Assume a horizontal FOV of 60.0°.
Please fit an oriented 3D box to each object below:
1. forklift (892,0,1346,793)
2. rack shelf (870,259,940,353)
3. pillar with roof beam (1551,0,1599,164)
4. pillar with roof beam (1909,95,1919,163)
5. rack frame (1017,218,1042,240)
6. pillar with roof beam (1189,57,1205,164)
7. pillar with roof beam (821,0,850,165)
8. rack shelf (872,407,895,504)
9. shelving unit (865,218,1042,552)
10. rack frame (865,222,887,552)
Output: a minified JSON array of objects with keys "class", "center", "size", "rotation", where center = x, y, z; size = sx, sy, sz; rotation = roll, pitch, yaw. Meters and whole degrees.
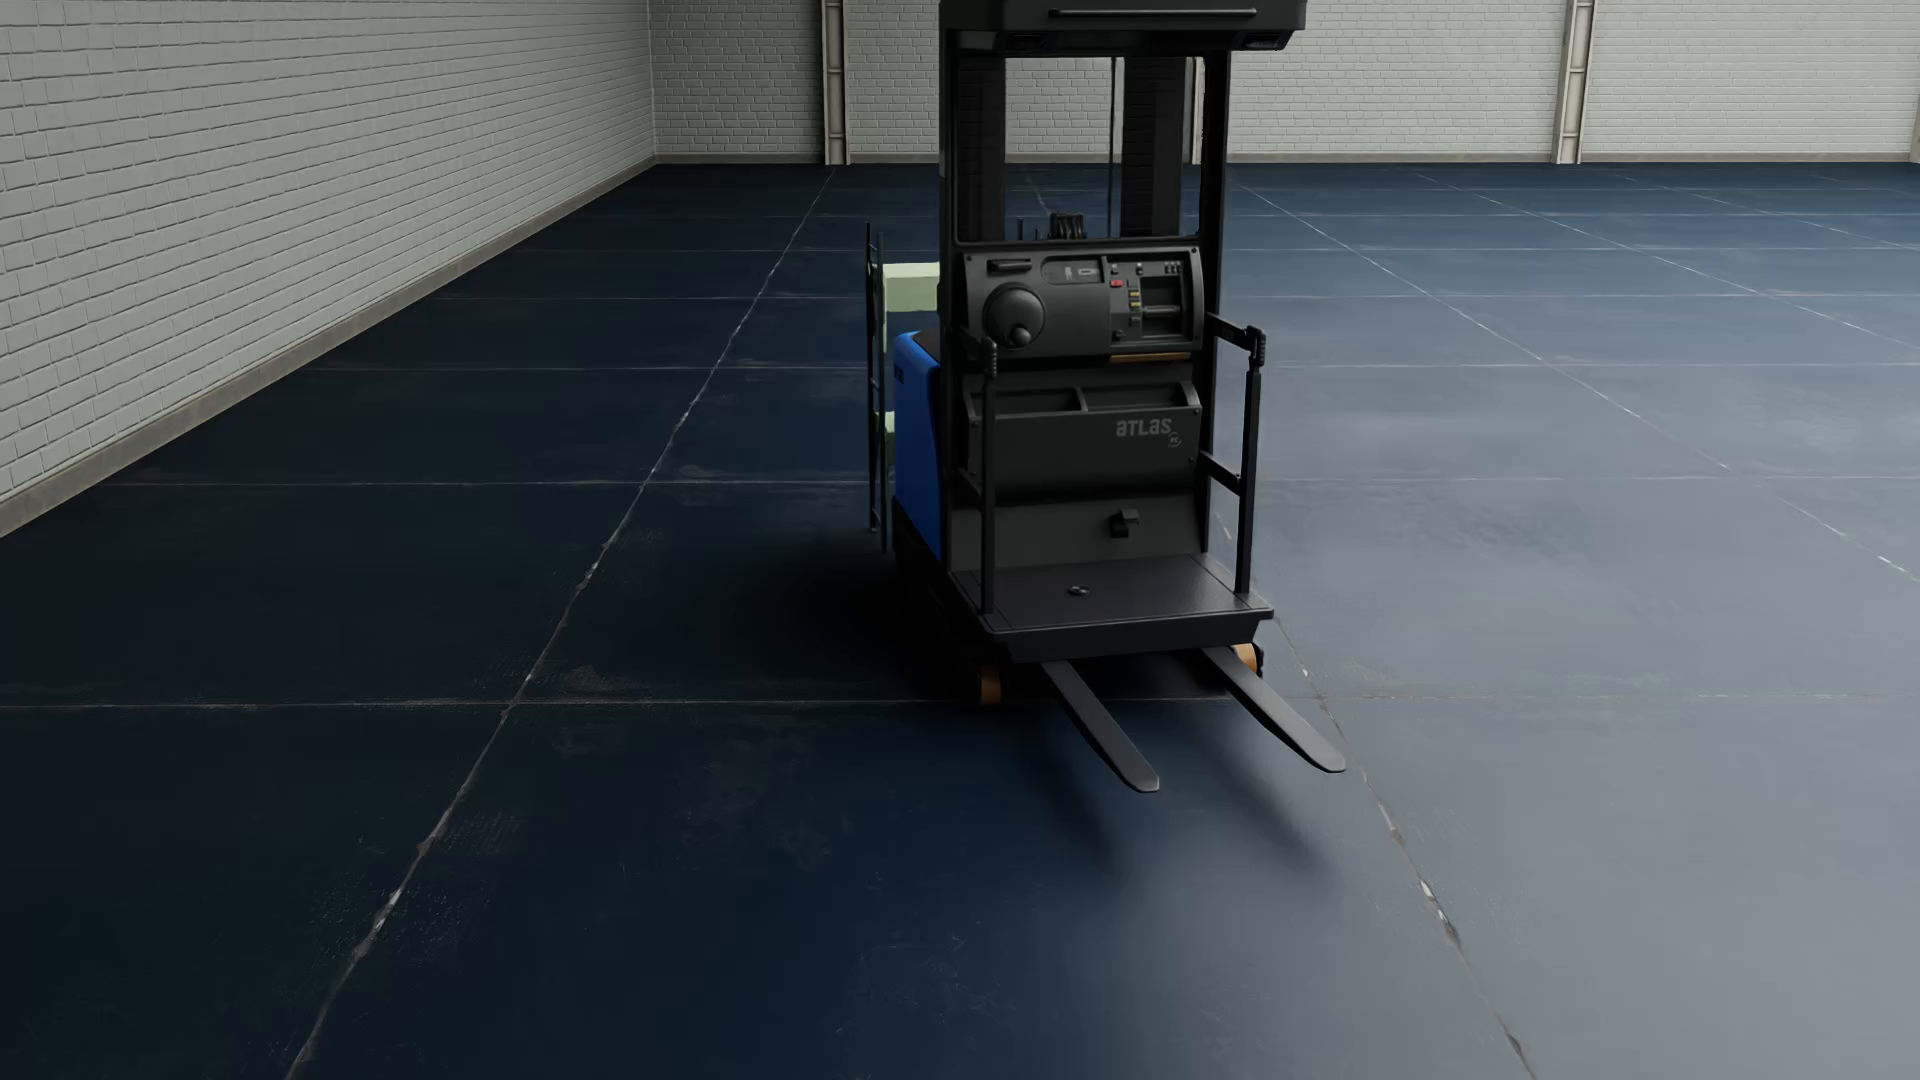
[{"class":"forklift","center":[0.521,-0.904,6.067],"size":[1.130,2.935,3.031],"rotation":[-4,18,-12]},{"class":"rack shelf","center":[-0.037,-1.110,7.774],"size":[0.720,0.370,0.431],"rotation":[-4,18,-11]},{"class":"pillar with roof beam","center":[10.061,-9.199,21.991],"size":[0.400,9.000,9.100],"rotation":[0,18,-1]},{"class":"pillar with roof beam","center":[16.060,-9.228,22.081],"size":[0.400,9.000,9.100],"rotation":[0,18,-1]},{"class":"rack frame","center":[0.321,-0.761,7.963],"size":[0.023,1.500,0.400],"rotation":[-4,18,-11]},{"class":"pillar with roof beam","center":[4.062,-9.170,21.901],"size":[0.400,9.000,9.100],"rotation":[0,18,-1]},{"class":"pillar with roof beam","center":[-1.938,-9.141,21.810],"size":[0.400,9.000,9.100],"rotation":[0,18,-1]},{"class":"rack shelf","center":[-0.037,-0.428,7.993],"size":[0.720,0.370,0.431],"rotation":[-4,18,-11]},{"class":"shelving unit","center":[-0.037,-0.738,7.894],"size":[0.755,1.500,0.431],"rotation":[-4,18,-11]},{"class":"rack frame","center":[-0.396,-0.716,7.824],"size":[0.023,1.500,0.400],"rotation":[-4,18,-11]}]
